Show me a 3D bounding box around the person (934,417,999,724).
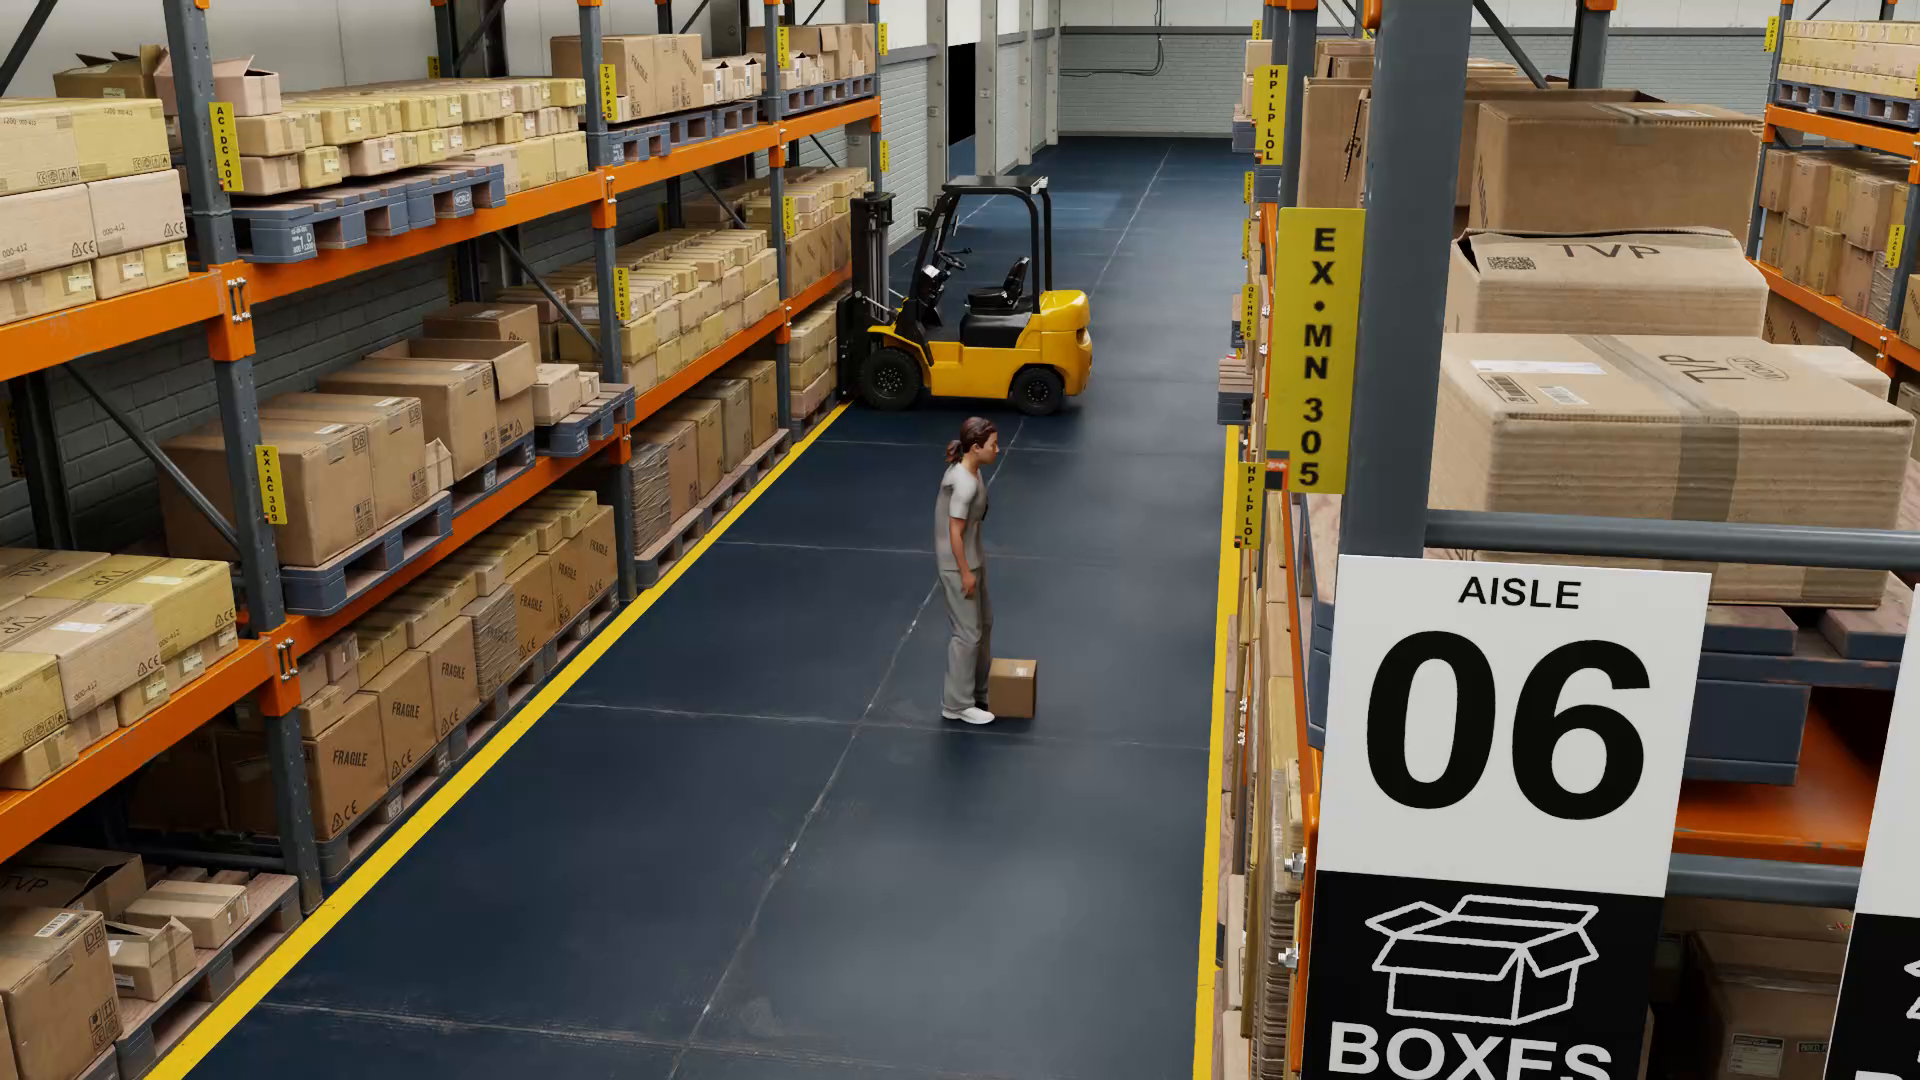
[{"bbox_3d":[0.071,0.147,9.106,0.416,1.671,0.496,2,18,6],"label":"person"}]
